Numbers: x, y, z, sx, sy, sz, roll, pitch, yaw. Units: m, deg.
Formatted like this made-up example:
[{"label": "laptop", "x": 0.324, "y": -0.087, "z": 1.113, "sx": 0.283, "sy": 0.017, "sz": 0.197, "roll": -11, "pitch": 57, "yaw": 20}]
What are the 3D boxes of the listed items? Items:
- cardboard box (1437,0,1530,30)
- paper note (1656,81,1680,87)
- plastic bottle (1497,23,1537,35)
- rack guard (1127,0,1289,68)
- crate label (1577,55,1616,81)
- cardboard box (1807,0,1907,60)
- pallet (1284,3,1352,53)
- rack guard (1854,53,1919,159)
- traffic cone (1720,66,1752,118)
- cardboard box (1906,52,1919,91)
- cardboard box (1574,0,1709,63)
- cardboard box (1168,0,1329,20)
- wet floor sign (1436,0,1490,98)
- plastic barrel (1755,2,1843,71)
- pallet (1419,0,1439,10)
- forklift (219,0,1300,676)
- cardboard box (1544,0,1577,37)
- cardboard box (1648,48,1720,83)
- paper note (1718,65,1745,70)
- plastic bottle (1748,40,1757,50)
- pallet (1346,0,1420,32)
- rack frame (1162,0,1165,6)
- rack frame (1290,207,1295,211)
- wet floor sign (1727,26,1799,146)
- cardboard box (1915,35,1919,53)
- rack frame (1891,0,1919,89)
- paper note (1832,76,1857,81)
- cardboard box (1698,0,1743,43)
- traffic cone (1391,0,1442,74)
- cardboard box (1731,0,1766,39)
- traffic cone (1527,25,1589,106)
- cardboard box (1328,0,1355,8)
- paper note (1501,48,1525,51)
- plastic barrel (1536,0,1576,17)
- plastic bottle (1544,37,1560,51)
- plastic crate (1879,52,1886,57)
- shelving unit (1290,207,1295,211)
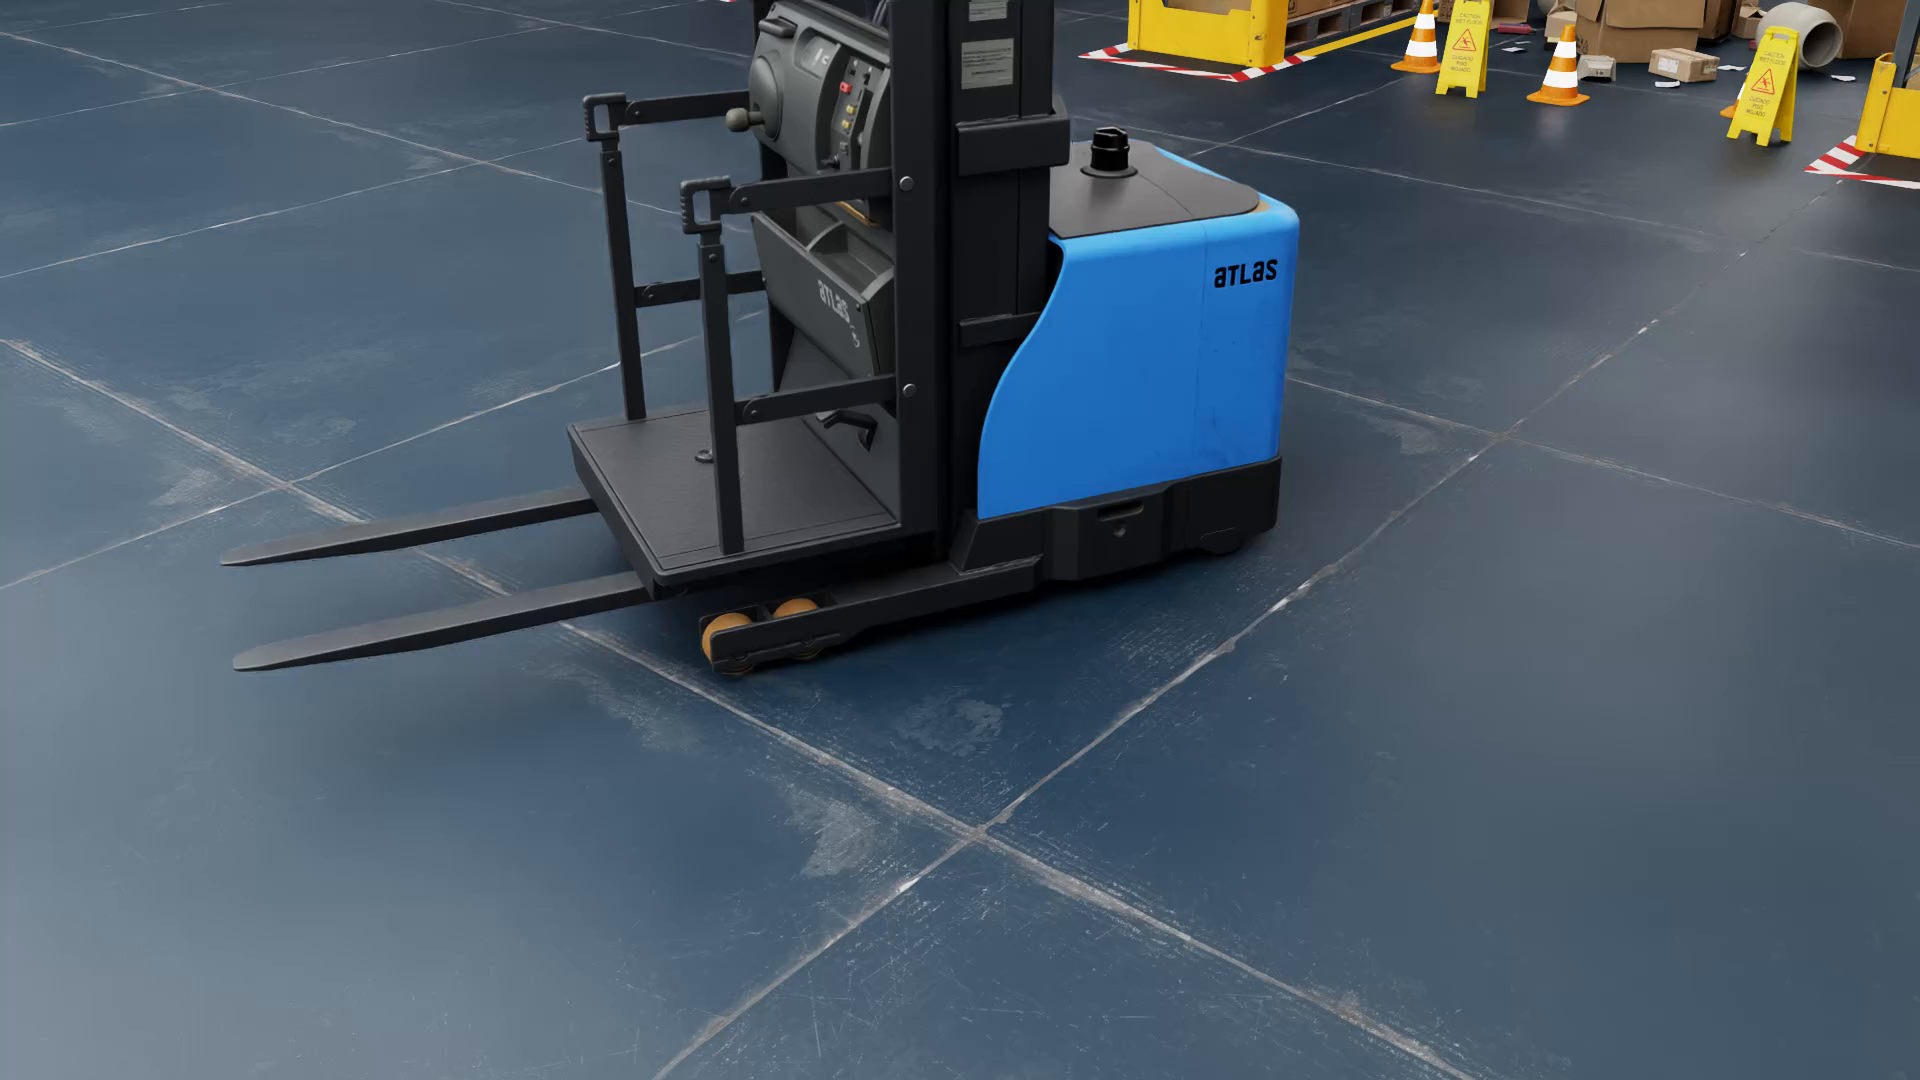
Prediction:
[{"label": "cardboard box", "x": 4.133, "y": -4.325, "z": 13.063, "sx": 0.500, "sy": 0.500, "sz": 0.500, "roll": -21, "pitch": 34, "yaw": -35}, {"label": "paper note", "x": 4.733, "y": -3.053, "z": 11.118, "sx": 0.148, "sy": 0.019, "sz": 0.142, "roll": 9, "pitch": 29, "yaw": 17}, {"label": "plastic bottle", "x": 4.281, "y": -3.925, "z": 12.770, "sx": 0.283, "sy": 0.061, "sz": 0.133, "roll": 9, "pitch": 29, "yaw": 17}, {"label": "rack guard", "x": 1.769, "y": -3.747, "z": 11.949, "sx": 1.175, "sy": 0.500, "sz": 0.348, "roll": 21, "pitch": 34, "yaw": 34}, {"label": "crate label", "x": 4.326, "y": -3.214, "z": 11.313, "sx": 0.250, "sy": 0.136, "sz": 0.298, "roll": 4, "pitch": 28, "yaw": 8}, {"label": "cardboard box", "x": 6.481, "y": -3.782, "z": 12.013, "sx": 0.500, "sy": 0.500, "sz": 0.500, "roll": -5, "pitch": 28, "yaw": -9}, {"label": "pallet", "x": 2.232, "y": -3.934, "z": 12.624, "sx": 1.003, "sy": 0.211, "sz": 1.213, "roll": 21, "pitch": 34, "yaw": 34}, {"label": "rack guard", "x": 5.716, "y": -2.372, "z": 9.290, "sx": 1.175, "sy": 0.500, "sz": 0.348, "roll": 21, "pitch": 34, "yaw": 34}, {"label": "traffic cone", "x": 4.946, "y": -2.858, "z": 10.270, "sx": 0.336, "sy": 0.463, "sz": 0.334, "roll": 21, "pitch": 34, "yaw": 34}, {"label": "cardboard box", "x": 5.990, "y": -2.794, "z": 9.922, "sx": 0.500, "sy": 0.250, "sz": 0.500, "roll": 21, "pitch": 34, "yaw": 34}, {"label": "cardboard box", "x": 4.832, "y": -3.709, "z": 11.872, "sx": 0.797, "sy": 0.503, "sz": 0.637, "roll": 0, "pitch": 27, "yaw": 0}, {"label": "cardboard box", "x": 2.165, "y": -4.368, "z": 12.285, "sx": 0.875, "sy": 0.875, "sz": 0.875, "roll": 21, "pitch": 34, "yaw": 35}, {"label": "wet floor sign", "x": 3.294, "y": -3.231, "z": 10.794, "sx": 0.267, "sy": 0.644, "sz": 0.232, "roll": 15, "pitch": 31, "yaw": 26}, {"label": "plastic barrel", "x": 5.814, "y": -3.485, "z": 11.527, "sx": 0.421, "sy": 0.421, "sz": 0.512, "roll": -5, "pitch": 28, "yaw": -9}, {"label": "pallet", "x": 3.784, "y": -4.799, "z": 14.296, "sx": 1.003, "sy": 0.211, "sz": 1.213, "roll": 21, "pitch": 34, "yaw": 34}, {"label": "forklift", "x": -0.569, "y": -1.209, "z": 4.398, "sx": 3.031, "sy": 2.935, "sz": 1.130, "roll": -12, "pitch": 30, "yaw": -22}, {"label": "cardboard box", "x": 4.656, "y": -3.922, "z": 12.542, "sx": 0.258, "sy": 0.266, "sz": 0.396, "roll": -21, "pitch": 34, "yaw": -35}, {"label": "cardboard box", "x": 4.943, "y": -3.244, "z": 11.358, "sx": 0.250, "sy": 0.149, "sz": 0.380, "roll": -10, "pitch": 29, "yaw": -18}, {"label": "paper note", "x": 5.389, "y": -3.305, "z": 11.619, "sx": 0.142, "sy": 0.019, "sz": 0.148, "roll": -15, "pitch": 31, "yaw": -27}, {"label": "plastic bottle", "x": 5.944, "y": -3.659, "z": 12.256, "sx": 0.283, "sy": 0.061, "sz": 0.133, "roll": -21, "pitch": 34, "yaw": -35}, {"label": "pallet", "x": 3.009, "y": -4.364, "z": 13.456, "sx": 1.003, "sy": 0.211, "sz": 1.213, "roll": 21, "pitch": 34, "yaw": 34}, {"label": "rack frame", "x": 1.784, "y": -4.866, "z": 11.391, "sx": 1.000, "sy": 3.000, "sz": 0.127, "roll": 21, "pitch": 34, "yaw": 34}, {"label": "rack frame", "x": 0.982, "y": -0.709, "z": 5.643, "sx": 0.006, "sy": 0.900, "sz": 0.240, "roll": -10, "pitch": 29, "yaw": -30}, {"label": "wet floor sign", "x": 4.722, "y": -2.655, "z": 9.679, "sx": 0.232, "sy": 0.644, "sz": 0.267, "roll": -15, "pitch": 31, "yaw": -27}, {"label": "cardboard box", "x": 5.976, "y": -3.114, "z": 9.723, "sx": 0.500, "sy": 0.500, "sz": 0.500, "roll": 21, "pitch": 34, "yaw": 35}, {"label": "rack frame", "x": 5.668, "y": -3.455, "z": 8.664, "sx": 1.000, "sy": 3.000, "sz": 0.127, "roll": 21, "pitch": 34, "yaw": 34}, {"label": "paper note", "x": 6.008, "y": -3.145, "z": 11.297, "sx": 0.142, "sy": 0.019, "sz": 0.148, "roll": 9, "pitch": 29, "yaw": 17}, {"label": "cardboard box", "x": 5.420, "y": -4.103, "z": 12.486, "sx": 0.797, "sy": 0.637, "sz": 0.503, "roll": 21, "pitch": 34, "yaw": 34}, {"label": "traffic cone", "x": 3.218, "y": -3.512, "z": 11.536, "sx": 0.336, "sy": 0.463, "sz": 0.334, "roll": 21, "pitch": 34, "yaw": 34}, {"label": "cardboard box", "x": 6.038, "y": -3.997, "z": 12.688, "sx": 0.258, "sy": 0.266, "sz": 0.396, "roll": 0, "pitch": 27, "yaw": 0}, {"label": "traffic cone", "x": 3.873, "y": -3.061, "z": 10.664, "sx": 0.336, "sy": 0.463, "sz": 0.334, "roll": 21, "pitch": 34, "yaw": 34}, {"label": "cardboard box", "x": 2.723, "y": -4.681, "z": 12.889, "sx": 0.875, "sy": 0.875, "sz": 0.875, "roll": 20, "pitch": 34, "yaw": 34}, {"label": "paper note", "x": 4.065, "y": -3.591, "z": 12.161, "sx": 0.142, "sy": 0.017, "sz": 0.144, "roll": -15, "pitch": 31, "yaw": -27}, {"label": "plastic barrel", "x": 4.791, "y": -4.289, "z": 13.080, "sx": 0.421, "sy": 0.421, "sz": 0.512, "roll": -5, "pitch": 28, "yaw": -9}, {"label": "plastic bottle", "x": 4.387, "y": -3.667, "z": 12.272, "sx": 0.133, "sy": 0.061, "sz": 0.283, "roll": 9, "pitch": 29, "yaw": 17}, {"label": "plastic crate", "x": 6.581, "y": -3.259, "z": 11.463, "sx": 0.402, "sy": 0.080, "sz": 0.583, "roll": 9, "pitch": 29, "yaw": 17}, {"label": "shelving unit", "x": 0.896, "y": -0.693, "z": 5.592, "sx": 0.210, "sy": 0.900, "sz": 0.258, "roll": -10, "pitch": 29, "yaw": -30}]
